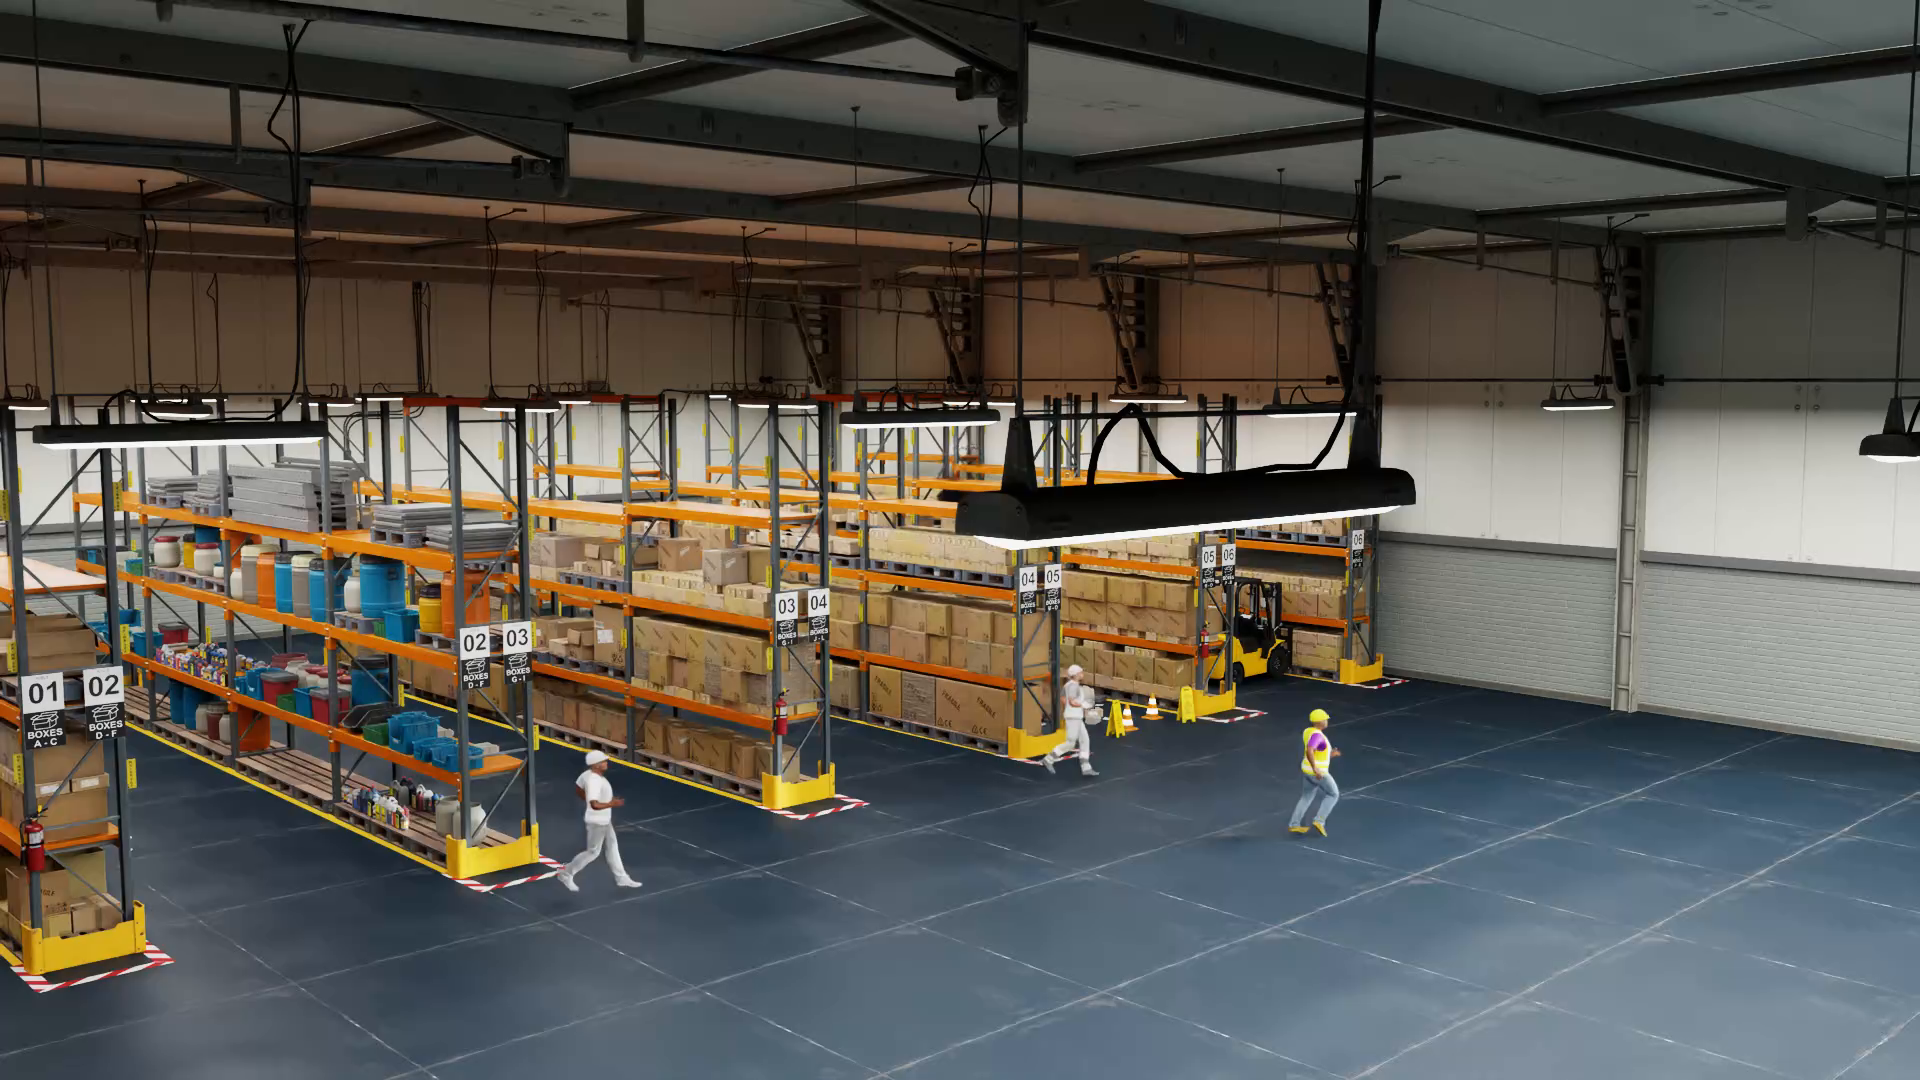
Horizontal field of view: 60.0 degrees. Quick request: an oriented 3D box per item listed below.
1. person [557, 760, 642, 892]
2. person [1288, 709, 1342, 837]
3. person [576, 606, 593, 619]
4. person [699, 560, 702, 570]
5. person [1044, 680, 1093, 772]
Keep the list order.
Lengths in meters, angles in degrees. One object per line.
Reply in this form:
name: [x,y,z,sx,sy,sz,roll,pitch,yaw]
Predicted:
person: [-4.430,3.464,20.385,1.012,1.720,0.704,-1,6,-9]
person: [4.951,3.234,23.022,0.809,1.787,0.671,-1,6,-14]
person: [-9.318,1.501,41.124,0.730,1.800,0.704,1,6,6]
person: [-6.926,1.220,44.310,0.912,1.599,0.629,0,6,-4]
person: [1.881,2.960,26.706,0.479,1.454,0.640,0,6,0]
